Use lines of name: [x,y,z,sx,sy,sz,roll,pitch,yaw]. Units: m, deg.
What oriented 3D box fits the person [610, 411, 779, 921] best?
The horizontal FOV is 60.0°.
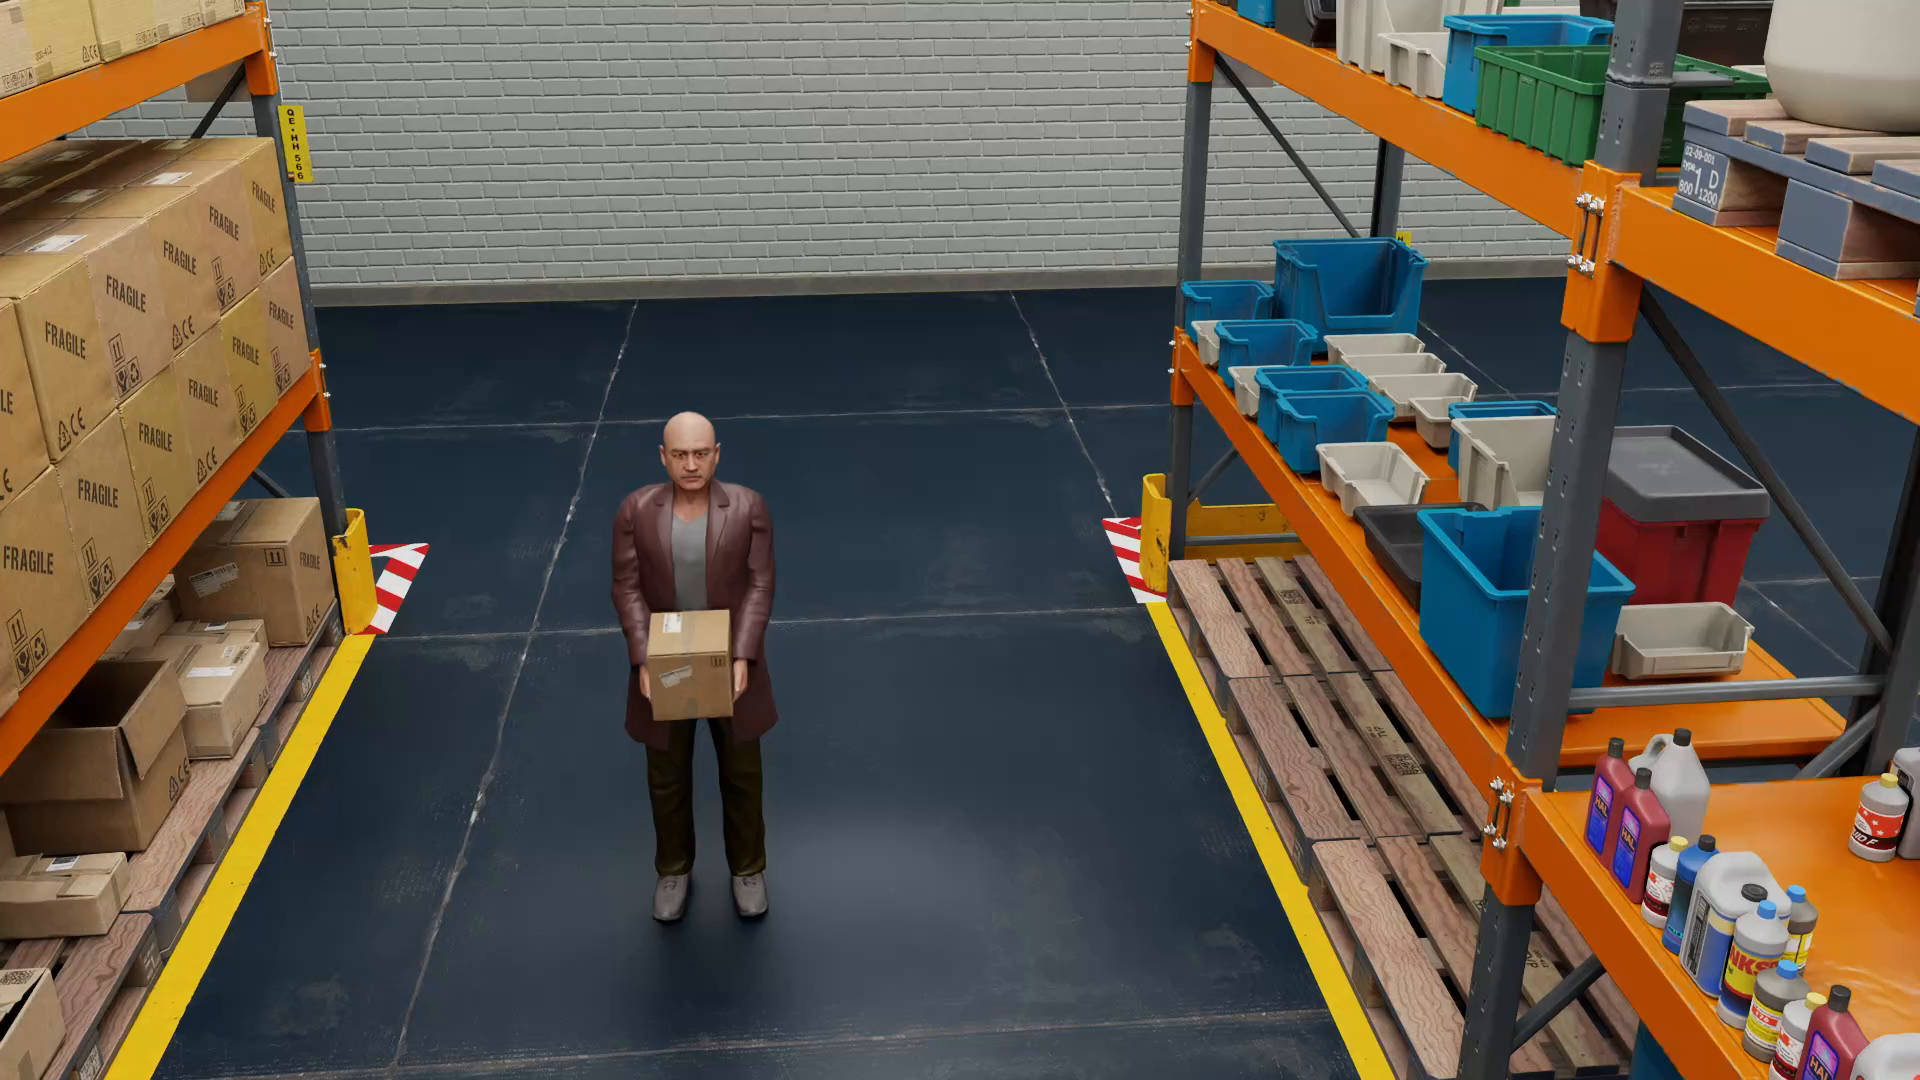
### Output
person: [-0.869,0.471,5.524,0.542,1.779,0.541,-2,24,-5]
